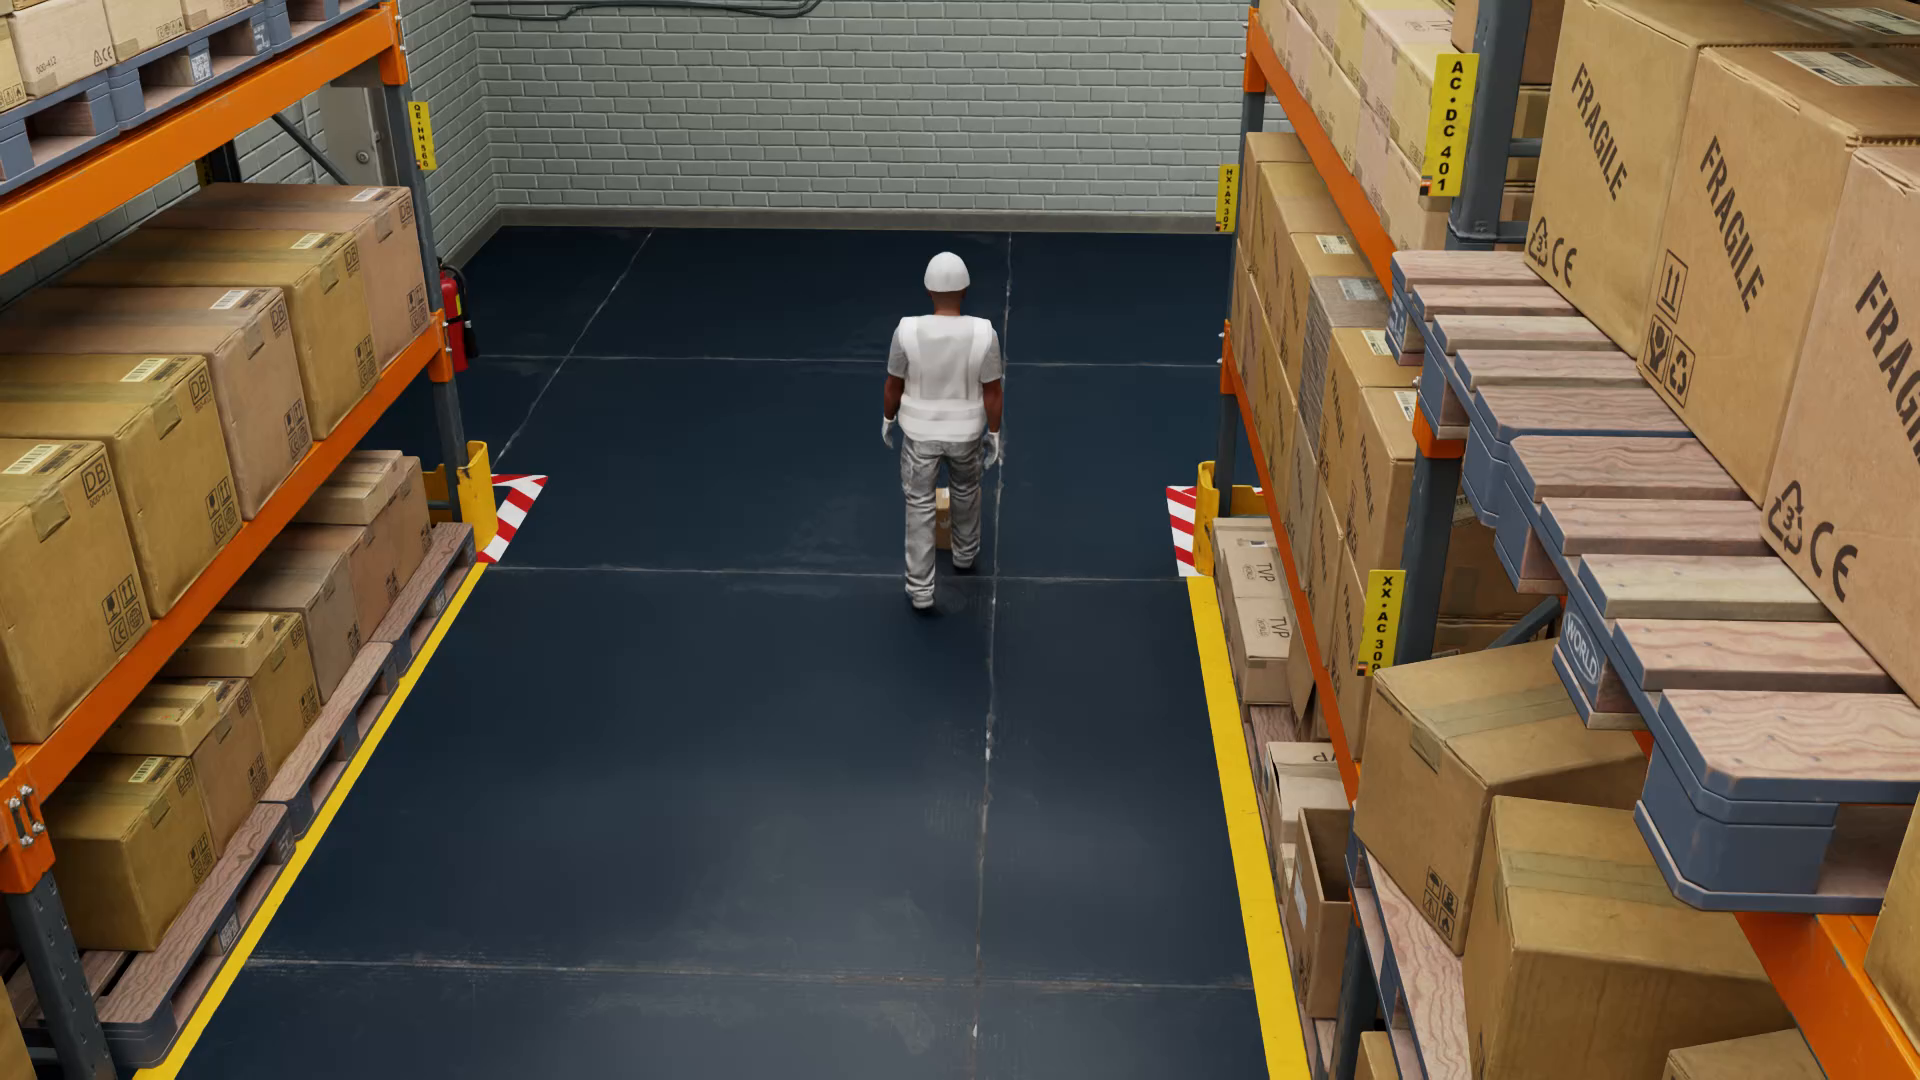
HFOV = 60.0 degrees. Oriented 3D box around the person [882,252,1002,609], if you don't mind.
[{"bbox_3d":[-0.098,-0.587,8.192,0.578,1.772,0.774,-2,28,-4],"label":"person"}]
